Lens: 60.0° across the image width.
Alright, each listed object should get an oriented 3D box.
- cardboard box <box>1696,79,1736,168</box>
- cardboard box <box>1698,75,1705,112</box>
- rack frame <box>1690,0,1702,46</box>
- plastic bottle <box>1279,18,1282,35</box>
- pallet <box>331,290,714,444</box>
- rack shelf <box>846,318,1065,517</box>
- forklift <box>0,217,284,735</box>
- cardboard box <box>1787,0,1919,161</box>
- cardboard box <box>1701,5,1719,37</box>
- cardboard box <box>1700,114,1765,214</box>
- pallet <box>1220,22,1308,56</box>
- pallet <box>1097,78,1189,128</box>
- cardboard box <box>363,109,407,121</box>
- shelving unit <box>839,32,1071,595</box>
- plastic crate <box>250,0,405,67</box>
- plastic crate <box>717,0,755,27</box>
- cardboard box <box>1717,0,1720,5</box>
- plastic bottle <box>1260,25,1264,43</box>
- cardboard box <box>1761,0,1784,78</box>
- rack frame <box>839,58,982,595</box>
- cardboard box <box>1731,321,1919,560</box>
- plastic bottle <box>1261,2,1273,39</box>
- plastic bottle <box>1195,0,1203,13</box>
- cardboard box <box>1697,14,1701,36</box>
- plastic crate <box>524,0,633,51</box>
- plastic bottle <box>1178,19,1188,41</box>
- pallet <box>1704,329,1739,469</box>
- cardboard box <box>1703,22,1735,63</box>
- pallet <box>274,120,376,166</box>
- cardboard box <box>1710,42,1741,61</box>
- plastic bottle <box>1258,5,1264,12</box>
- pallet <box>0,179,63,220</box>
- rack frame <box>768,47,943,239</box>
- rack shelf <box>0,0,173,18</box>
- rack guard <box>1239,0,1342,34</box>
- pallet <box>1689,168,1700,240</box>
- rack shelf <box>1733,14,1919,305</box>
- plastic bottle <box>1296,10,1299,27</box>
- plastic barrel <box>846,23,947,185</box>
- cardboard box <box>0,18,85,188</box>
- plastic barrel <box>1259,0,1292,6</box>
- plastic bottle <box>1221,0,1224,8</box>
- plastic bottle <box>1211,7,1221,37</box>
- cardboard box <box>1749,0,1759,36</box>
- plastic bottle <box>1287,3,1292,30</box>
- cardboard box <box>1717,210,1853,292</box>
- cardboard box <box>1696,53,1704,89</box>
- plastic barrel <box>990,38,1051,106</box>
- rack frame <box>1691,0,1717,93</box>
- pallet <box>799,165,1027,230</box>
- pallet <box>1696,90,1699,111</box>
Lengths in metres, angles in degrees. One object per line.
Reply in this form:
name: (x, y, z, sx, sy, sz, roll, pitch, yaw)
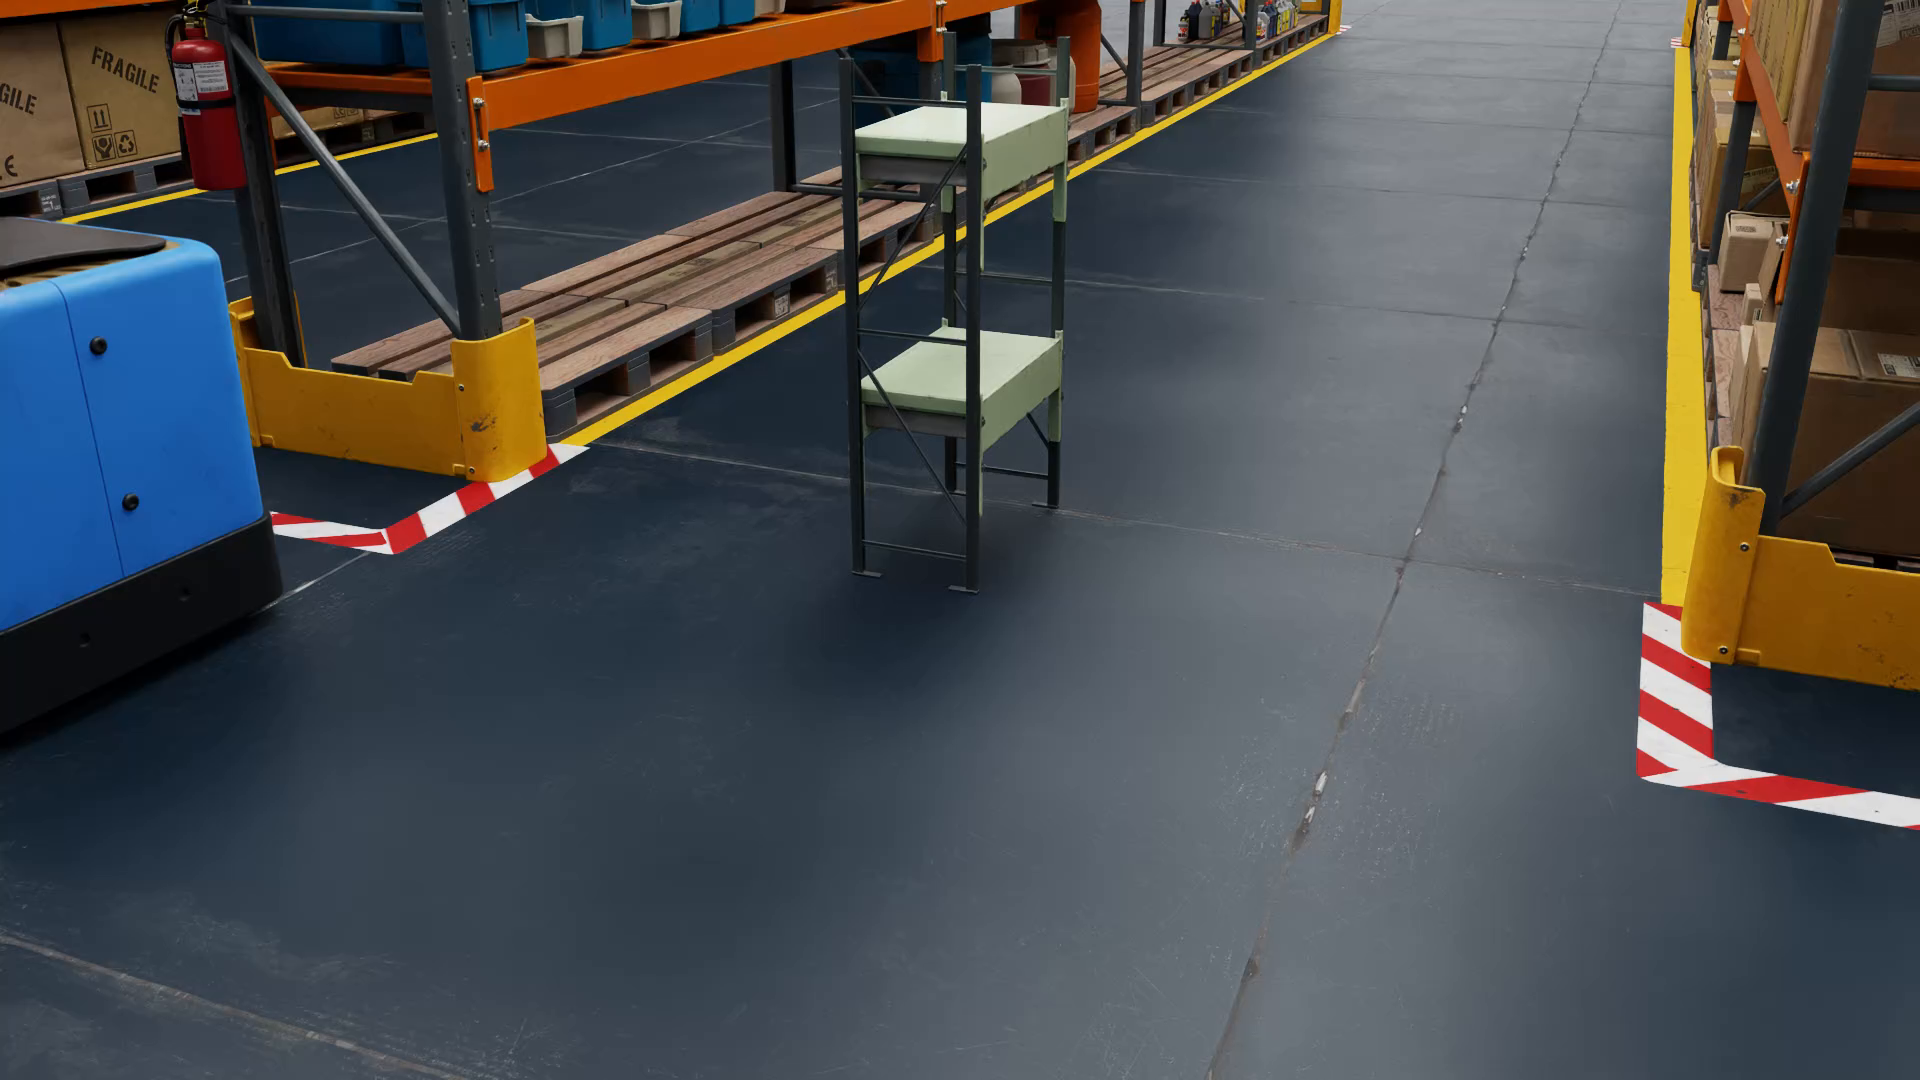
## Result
cardboard box: (4.685, -2.441, 9.874, 0.500, 0.500, 0.500, 8, 24, 19)
cardboard box: (5.656, -3.213, 12.074, 0.500, 0.250, 0.500, 8, 24, 19)
rack frame: (8.471, -6.743, 17.501, 1.000, 3.000, 0.127, 9, 24, 20)
plastic bottle: (3.269, -5.329, 17.175, 0.097, 0.201, 0.097, 0, 23, 0)
pallet: (-1.728, -0.731, 6.725, 1.003, 0.211, 1.213, 9, 24, 20)
rack shelf: (0.002, -0.394, 5.092, 0.431, 0.370, 0.720, 9, 24, 20)
forklift: (-3.470, -1.217, 4.360, 3.031, 2.935, 1.130, 10, 25, 23)
cardboard box: (2.441, -1.263, 4.252, 0.500, 0.500, 0.500, 10, 25, 22)
cardboard box: (6.600, -4.383, 14.147, 0.500, 0.311, 0.500, 9, 24, 20)
cardboard box: (4.122, -1.892, 8.559, 0.500, 0.500, 0.500, 9, 24, 20)
pallet: (3.127, -5.408, 17.923, 1.003, 0.211, 1.213, 9, 24, 20)
pallet: (1.225, -3.576, 13.536, 1.003, 0.211, 1.213, 9, 24, 20)
cardboard box: (-4.633, -3.633, 12.269, 1.225, 0.875, 0.875, 8, 24, 18)
shelving unit: (0.002, -0.694, 4.967, 0.431, 1.500, 0.755, 9, 24, 20)
plastic crate: (-2.119, -1.918, 5.827, 0.616, 0.435, 0.499, 9, 24, 20)
plastic crate: (-1.072, -2.298, 6.999, 0.416, 0.233, 0.300, 9, 24, 20)
cardboard box: (7.151, -4.957, 15.275, 0.500, 0.500, 0.500, 9, 24, 20)
plastic bottle: (2.950, -5.021, 16.440, 0.097, 0.201, 0.097, 0, 23, 0)
cardboard box: (3.008, -1.807, 5.554, 0.500, 0.500, 0.500, 8, 24, 19)
rack frame: (-0.133, -0.563, 4.653, 0.400, 1.500, 0.023, 9, 24, 20)
cardboard box: (2.501, -0.297, 4.741, 0.500, 0.500, 0.500, 9, 24, 20)
plastic bottle: (3.072, -5.232, 16.750, 0.144, 0.351, 0.185, 9, 24, 21)
plastic bottle: (2.430, -5.343, 17.016, 0.144, 0.351, 0.185, 8, 24, 17)
cardboard box: (7.697, -5.150, 16.709, 0.500, 0.250, 0.500, 9, 24, 20)
plastic crate: (-1.428, -1.955, 6.178, 0.416, 0.233, 0.300, 9, 24, 20)
plastic bottle: (2.233, -5.108, 16.648, 0.097, 0.201, 0.097, 0, 23, 0)
pallet: (3.306, -0.478, 6.121, 1.003, 0.211, 1.213, 9, 24, 20)
cardboard box: (6.030, -3.833, 12.829, 0.500, 0.311, 0.500, 9, 24, 22)
pallet: (-4.966, -2.869, 11.844, 1.003, 0.211, 1.213, 9, 24, 20)
cardboard box: (5.465, -3.287, 11.522, 0.500, 0.311, 0.500, 9, 24, 21)
plastic bottle: (3.154, -5.430, 17.320, 0.152, 0.276, 0.135, 9, 24, 20)
pallet: (-5.990, -1.883, 9.483, 1.003, 0.211, 1.213, 9, 24, 20)
rack frame: (-0.584, -3.159, 8.922, 1.000, 3.000, 0.127, 9, 24, 20)
rack shelf: (-5.926, -2.821, 9.044, 1.077, 0.370, 4.000, 9, 24, 20)
rack guard: (3.889, -6.266, 19.603, 1.175, 0.500, 0.348, 9, 24, 20)
pallet: (4.732, -1.897, 9.517, 1.003, 0.211, 1.213, 9, 24, 20)
rack shelf: (3.270, -1.401, 5.646, 1.077, 0.370, 4.000, 9, 24, 20)
plastic bottle: (3.598, -5.645, 17.933, 0.097, 0.201, 0.097, 0, 23, 0)
plastic barrel: (-0.366, -2.577, 9.705, 0.600, 0.901, 0.708, 9, 24, 20)
cardboard box: (-5.837, -2.535, 9.639, 0.875, 0.875, 0.875, 9, 24, 20)
plastic barrel: (3.513, -6.073, 18.581, 0.421, 0.512, 0.421, 0, 23, 0)
plastic bottle: (2.809, -5.721, 18.007, 0.061, 0.283, 0.133, 9, 24, 21)
plastic bottle: (2.577, -5.296, 17.001, 0.152, 0.276, 0.135, 9, 24, 20)
cardboard box: (3.571, -2.352, 6.858, 0.500, 0.500, 0.500, 9, 24, 21)
plastic bottle: (3.427, -5.544, 17.593, 0.152, 0.276, 0.135, 8, 24, 19)
cardboard box: (3.657, -1.292, 7.369, 0.500, 0.311, 0.500, 9, 24, 20)
cardboard box: (6.224, -3.759, 13.381, 0.500, 0.250, 0.500, 8, 24, 18)
plastic barrel: (0.316, -3.090, 11.340, 0.600, 0.588, 0.708, 9, 24, 20)
rack frame: (6.985, -5.312, 14.074, 1.000, 3.000, 0.127, 9, 24, 20)
pallet: (-0.259, -2.143, 10.106, 1.003, 0.211, 1.213, 9, 24, 20)
pallet: (6.748, -3.756, 13.967, 1.003, 0.211, 1.213, 9, 24, 20)
